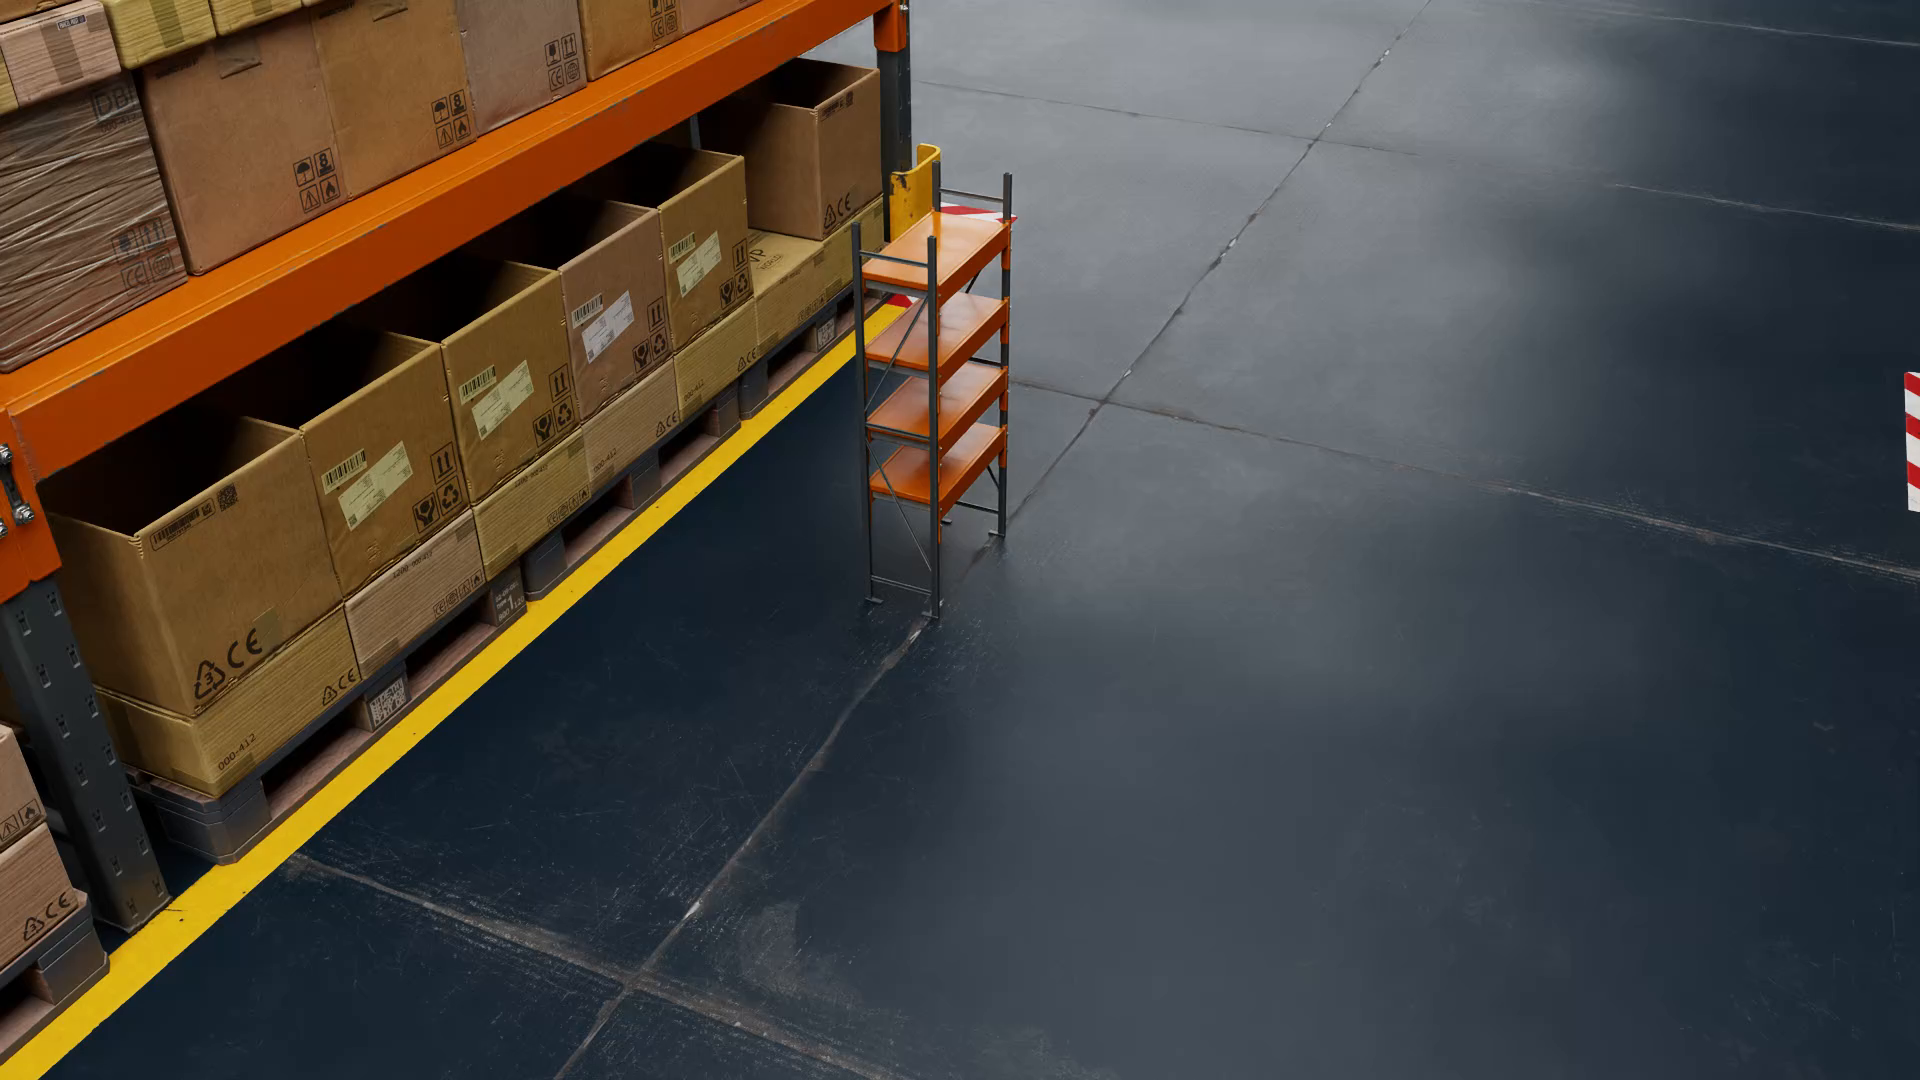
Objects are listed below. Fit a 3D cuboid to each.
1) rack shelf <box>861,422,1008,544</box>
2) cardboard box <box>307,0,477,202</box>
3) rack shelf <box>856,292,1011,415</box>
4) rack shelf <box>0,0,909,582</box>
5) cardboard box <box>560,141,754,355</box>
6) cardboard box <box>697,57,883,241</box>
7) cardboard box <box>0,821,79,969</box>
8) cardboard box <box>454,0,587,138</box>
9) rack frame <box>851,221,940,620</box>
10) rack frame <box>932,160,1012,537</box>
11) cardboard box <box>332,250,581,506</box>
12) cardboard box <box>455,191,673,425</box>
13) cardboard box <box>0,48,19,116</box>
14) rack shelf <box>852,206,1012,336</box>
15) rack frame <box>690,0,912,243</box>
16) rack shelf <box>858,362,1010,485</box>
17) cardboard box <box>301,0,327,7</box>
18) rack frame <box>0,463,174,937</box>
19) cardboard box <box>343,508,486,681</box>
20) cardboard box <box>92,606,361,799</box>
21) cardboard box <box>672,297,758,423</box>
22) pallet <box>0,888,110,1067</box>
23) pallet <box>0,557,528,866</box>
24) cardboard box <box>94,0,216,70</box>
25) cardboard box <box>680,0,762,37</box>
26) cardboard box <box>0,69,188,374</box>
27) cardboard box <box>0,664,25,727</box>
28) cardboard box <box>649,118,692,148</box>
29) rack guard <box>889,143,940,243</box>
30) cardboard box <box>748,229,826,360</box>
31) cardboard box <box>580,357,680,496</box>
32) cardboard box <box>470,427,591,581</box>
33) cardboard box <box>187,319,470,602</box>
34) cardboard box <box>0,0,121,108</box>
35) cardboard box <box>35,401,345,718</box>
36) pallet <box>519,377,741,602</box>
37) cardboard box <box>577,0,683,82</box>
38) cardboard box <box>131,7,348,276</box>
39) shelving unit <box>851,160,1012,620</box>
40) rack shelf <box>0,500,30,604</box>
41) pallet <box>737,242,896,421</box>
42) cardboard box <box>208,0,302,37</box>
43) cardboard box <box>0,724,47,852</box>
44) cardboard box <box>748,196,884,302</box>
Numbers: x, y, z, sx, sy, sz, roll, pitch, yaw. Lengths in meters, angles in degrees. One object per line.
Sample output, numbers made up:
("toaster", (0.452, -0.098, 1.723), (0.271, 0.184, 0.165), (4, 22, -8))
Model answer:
("rack shelf", (-0.069, -0.197, 4.941), (0.258, 0.148, 0.480), (14, 36, 20))
("cardboard box", (-1.737, -1.259, 4.343), (0.700, 0.500, 0.500), (15, 36, 21))
("rack shelf", (-0.069, -0.550, 4.710), (0.258, 0.148, 0.480), (14, 36, 20))
("rack shelf", (-1.509, -1.177, 4.965), (1.077, 0.370, 4.000), (14, 36, 20))
("cardboard box", (-1.031, -0.976, 5.444), (0.500, 0.500, 0.500), (14, 36, 20))
("cardboard box", (-0.626, -1.478, 6.209), (0.500, 0.500, 0.500), (14, 36, 20))
("cardboard box", (-2.255, 0.766, 3.471), (0.500, 0.250, 0.500), (14, 36, 20))
("cardboard box", (-1.524, -1.514, 4.733), (0.700, 0.500, 0.500), (15, 36, 22))
("rack frame", (-0.171, -0.298, 4.610), (0.240, 1.200, 0.015), (14, 36, 20))
("rack frame", (0.033, -0.541, 4.981), (0.240, 1.200, 0.015), (14, 36, 20))
("cardboard box", (-1.449, -0.478, 4.684), (0.500, 0.500, 0.500), (14, 36, 20))
("cardboard box", (-1.241, -0.728, 5.065), (0.500, 0.500, 0.500), (14, 36, 20))
("cardboard box", (-2.057, -0.884, 3.180), (0.380, 0.149, 0.250), (14, 36, 20))
("rack shelf", (-0.069, -0.748, 4.580), (0.258, 0.148, 0.480), (14, 36, 20))
("rack frame", (-0.672, -2.474, 6.287), (1.000, 3.000, 0.127), (14, 36, 20))
("rack shelf", (-0.069, -0.363, 4.832), (0.258, 0.148, 0.480), (14, 36, 20))
("cardboard box", (-1.631, -1.393, 3.956), (0.380, 0.149, 0.250), (13, 35, 19))
("rack frame", (-2.345, -0.482, 3.249), (1.000, 3.000, 0.127), (14, 36, 20))
("cardboard box", (-1.662, 0.083, 4.512), (0.500, 0.250, 0.500), (14, 36, 20))
("cardboard box", (-1.876, 0.331, 4.134), (0.500, 0.250, 0.500), (14, 36, 20))
("cardboard box", (-1.034, -0.663, 5.651), (0.500, 0.250, 0.500), (14, 36, 20))
("pallet", (-2.618, 1.060, 3.440), (1.003, 0.211, 1.213), (14, 36, 20))
("pallet", (-1.974, 0.298, 4.603), (1.003, 0.211, 1.213), (14, 36, 20))
("cardboard box", (-1.846, -1.138, 3.567), (0.380, 0.149, 0.250), (13, 36, 19))
("cardboard box", (-1.094, -2.023, 5.509), (0.700, 0.500, 0.500), (15, 36, 22))
("cardboard box", (-2.165, -0.746, 3.561), (0.700, 0.500, 0.500), (13, 36, 19))
("cardboard box", (-2.350, 0.212, 4.316), (0.500, 0.250, 0.500), (14, 36, 20))
("cardboard box", (-1.306, -1.348, 6.010), (0.500, 0.500, 0.500), (14, 36, 20))
("rack guard", (-0.662, -1.440, 6.991), (1.175, 0.500, 0.348), (14, 36, 20))
("cardboard box", (-0.826, -0.913, 6.031), (0.500, 0.250, 0.500), (14, 36, 20))
("cardboard box", (-1.244, -0.415, 5.272), (0.500, 0.250, 0.500), (14, 36, 20))
("cardboard box", (-1.448, -0.164, 4.890), (0.500, 0.250, 0.500), (14, 36, 20))
("cardboard box", (-1.665, -0.231, 4.307), (0.500, 0.500, 0.500), (14, 36, 20))
("cardboard box", (-1.952, -1.009, 3.371), (0.380, 0.149, 0.250), (15, 36, 21))
("cardboard box", (-1.867, 0.020, 3.925), (0.500, 0.500, 0.500), (14, 36, 20))
("pallet", (-1.465, -0.312, 5.533), (1.003, 0.211, 1.213), (14, 36, 20))
("cardboard box", (-1.307, -1.777, 5.134), (0.700, 0.500, 0.500), (14, 36, 21))
("cardboard box", (-1.951, -1.010, 3.964), (0.700, 0.500, 0.500), (14, 36, 20))
("shelving unit", (-0.069, -0.419, 4.795), (0.258, 1.200, 0.503), (14, 36, 20))
("rack shelf", (-3.182, 0.815, 1.927), (1.077, 0.370, 4.000), (14, 36, 20))
("pallet", (-0.954, -0.917, 6.456), (1.003, 0.211, 1.213), (14, 36, 20))
("cardboard box", (-1.737, -1.269, 3.767), (0.380, 0.149, 0.250), (14, 36, 20))
("cardboard box", (-2.254, 0.526, 3.326), (0.500, 0.311, 0.500), (14, 36, 20))
("cardboard box", (-0.628, -1.165, 6.415), (0.500, 0.250, 0.500), (14, 36, 20))
